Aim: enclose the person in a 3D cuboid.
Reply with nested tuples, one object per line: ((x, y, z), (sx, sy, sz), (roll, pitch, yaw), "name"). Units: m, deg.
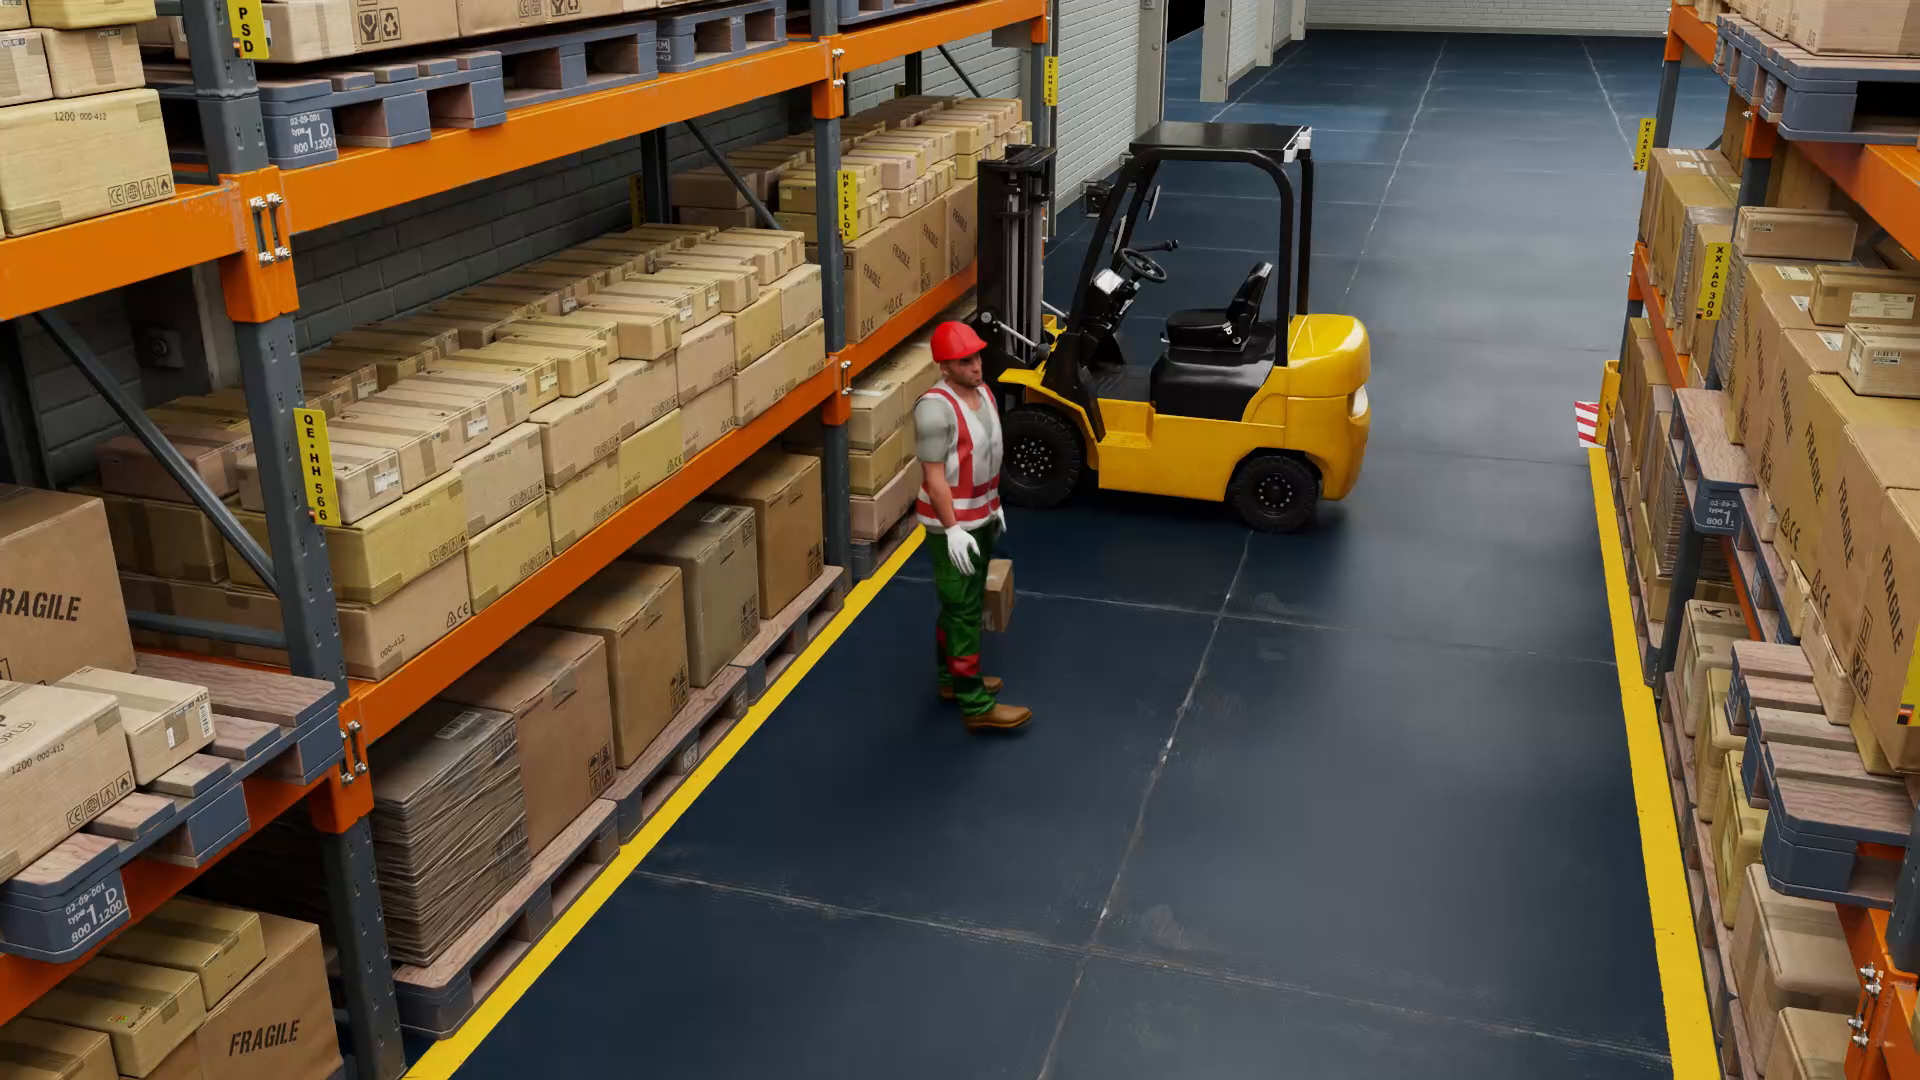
((0.097, -0.058, 7.131), (0.531, 1.791, 0.582), (10, 24, 23), "person")
